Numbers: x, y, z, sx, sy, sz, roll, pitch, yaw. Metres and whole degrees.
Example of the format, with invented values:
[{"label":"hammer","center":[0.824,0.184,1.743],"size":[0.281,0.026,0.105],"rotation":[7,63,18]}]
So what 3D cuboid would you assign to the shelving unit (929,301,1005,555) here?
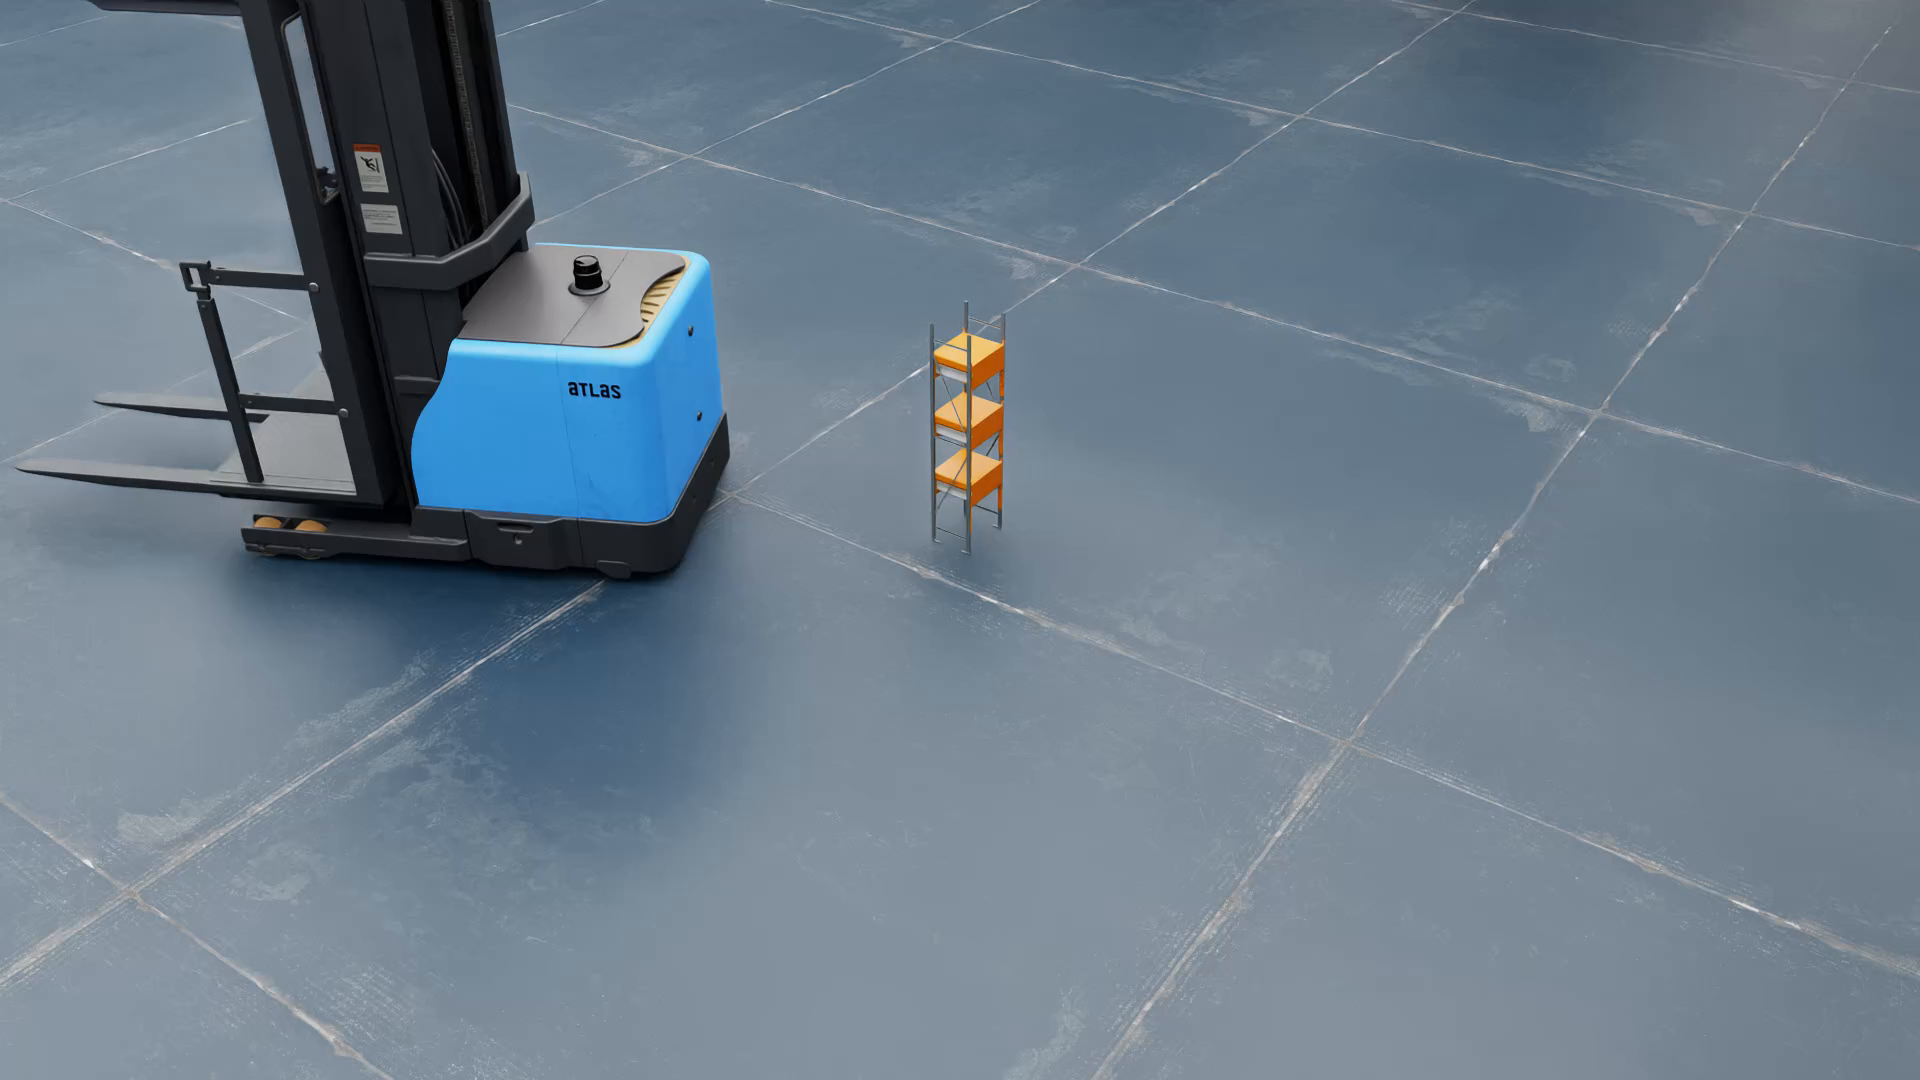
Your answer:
[{"label":"shelving unit","center":[0.031,-0.460,6.992],"size":[0.215,1.050,0.252],"rotation":[21,39,28]}]

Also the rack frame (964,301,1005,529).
[{"label":"rack frame","center":[0.100,-0.516,7.075],"size":[0.200,1.050,0.008],"rotation":[21,39,28]}]

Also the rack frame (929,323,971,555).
[{"label":"rack frame","center":[-0.039,-0.403,6.909],"size":[0.200,1.050,0.008],"rotation":[21,39,28]}]

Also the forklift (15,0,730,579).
[{"label":"forklift","center":[-2.622,-1.417,6.730],"size":[3.031,2.935,1.130],"rotation":[4,34,7]}]

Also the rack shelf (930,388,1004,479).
[{"label":"rack shelf","center":[0.031,-0.451,6.998],"size":[0.215,0.259,0.240],"rotation":[21,39,28]}]

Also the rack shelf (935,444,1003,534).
[{"label":"rack shelf","center":[0.031,-0.221,7.154],"size":[0.215,0.259,0.240],"rotation":[21,39,28]}]

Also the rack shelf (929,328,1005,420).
[{"label":"rack shelf","center":[0.031,-0.686,6.839],"size":[0.215,0.259,0.240],"rotation":[21,39,28]}]
